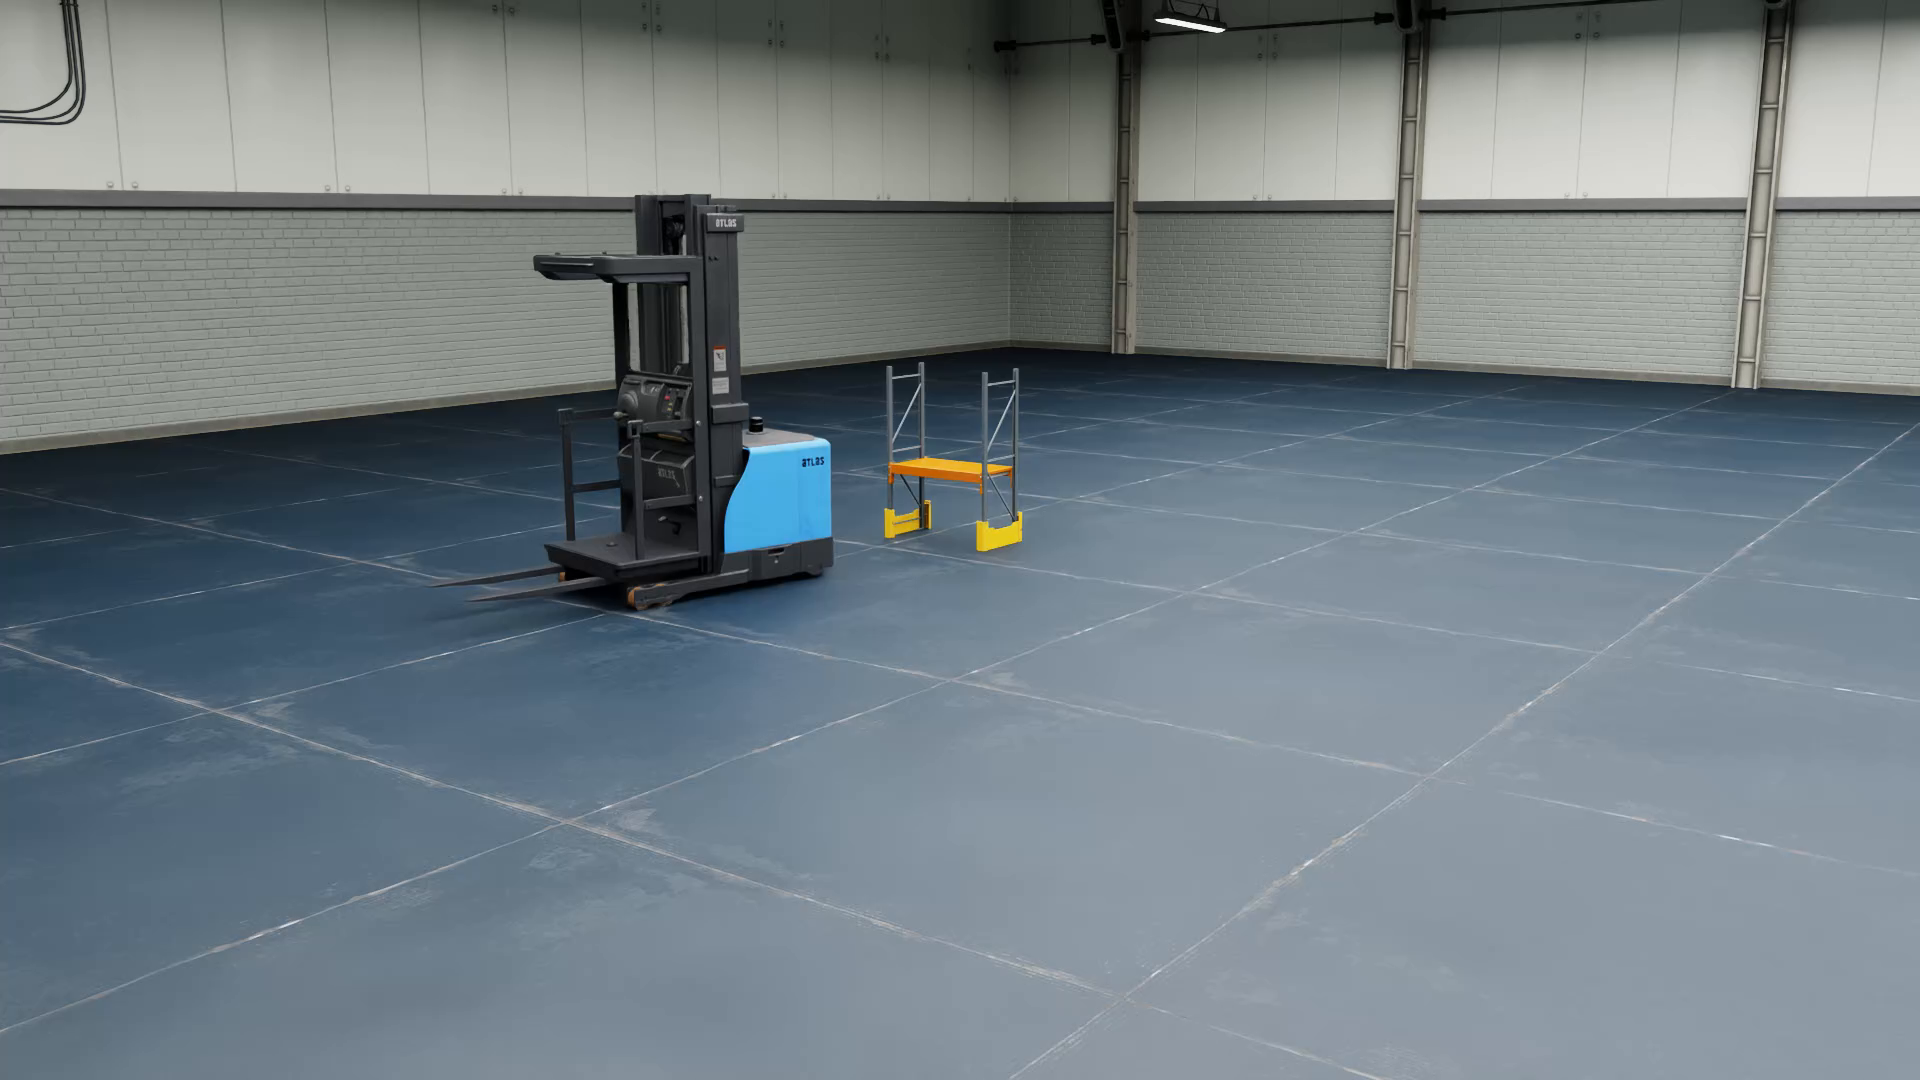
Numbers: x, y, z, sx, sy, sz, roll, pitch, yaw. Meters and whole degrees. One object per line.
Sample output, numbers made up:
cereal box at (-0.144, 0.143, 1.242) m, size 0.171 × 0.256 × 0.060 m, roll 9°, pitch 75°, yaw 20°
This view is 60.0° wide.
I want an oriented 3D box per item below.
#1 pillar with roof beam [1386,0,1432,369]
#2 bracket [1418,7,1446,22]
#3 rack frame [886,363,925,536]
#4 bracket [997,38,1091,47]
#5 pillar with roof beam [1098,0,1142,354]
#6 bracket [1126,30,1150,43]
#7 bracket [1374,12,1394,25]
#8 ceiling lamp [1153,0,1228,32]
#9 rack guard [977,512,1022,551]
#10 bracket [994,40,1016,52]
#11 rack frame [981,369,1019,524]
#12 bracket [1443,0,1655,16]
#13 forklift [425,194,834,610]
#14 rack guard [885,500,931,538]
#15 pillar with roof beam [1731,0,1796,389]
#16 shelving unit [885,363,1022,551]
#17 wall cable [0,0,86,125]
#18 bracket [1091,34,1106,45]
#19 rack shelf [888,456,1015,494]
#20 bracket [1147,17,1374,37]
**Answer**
pillar with roof beam at (5.688, -6.975, 26.892) m, size 0.548 × 9.000 × 9.100 m, roll 8°, pitch 13°, yaw 36°
bracket at (8.361, -9.300, 29.435) m, size 0.430 × 0.232 × 0.235 m, roll 8°, pitch 13°, yaw 36°
rack frame at (-0.478, -0.803, 14.732) m, size 0.032 × 1.500 × 0.500 m, roll 8°, pitch 13°, yaw 36°
bracket at (1.421, -10.268, 34.438) m, size 3.189 × 0.066 × 0.076 m, roll 8°, pitch 13°, yaw 36°
pillar with roof beam at (0.852, -7.650, 30.379) m, size 0.548 × 9.000 × 9.100 m, roll 8°, pitch 13°, yaw 36°
bracket at (3.525, -9.975, 32.921) m, size 0.430 × 0.232 × 0.235 m, roll 8°, pitch 13°, yaw 36°
bracket at (7.692, -9.394, 29.917) m, size 0.430 × 0.232 × 0.235 m, roll 8°, pitch 13°, yaw 36°
ceiling lamp at (3.579, -9.981, 27.060) m, size 0.800 × 3.185 × 2.000 m, roll 8°, pitch 13°, yaw 36°
rack guard at (0.340, -0.075, 14.261) m, size 0.087 × 0.250 × 0.587 m, roll 8°, pitch 13°, yaw 36°
bracket at (0.945, -10.335, 34.781) m, size 0.430 × 0.232 × 0.235 m, roll 8°, pitch 13°, yaw 36°
rack frame at (0.341, -0.689, 14.141) m, size 0.032 × 1.500 × 0.500 m, roll 8°, pitch 13°, yaw 36°
bracket at (10.437, -9.011, 27.937) m, size 4.783 × 0.066 × 0.076 m, roll 8°, pitch 13°, yaw 36°
forklift at (-2.426, -1.048, 12.232) m, size 3.031 × 2.935 × 1.130 m, roll -10°, pitch 15°, yaw -41°
rack guard at (-0.463, -0.187, 14.840) m, size 0.087 × 0.250 × 0.587 m, roll 8°, pitch 13°, yaw 36°
pillar with roof beam at (10.524, -6.300, 23.405) m, size 0.548 × 9.000 × 9.100 m, roll 8°, pitch 13°, yaw 36°
shelving unit at (-0.061, -0.745, 14.432) m, size 1.083 × 1.500 × 0.587 m, roll 8°, pitch 13°, yaw 36°
wall cable at (-11.205, -7.141, 18.797) m, size 0.169 × 6.003 × 2.305 m, roll 8°, pitch 13°, yaw 36°
bracket at (2.856, -10.068, 33.404) m, size 0.430 × 0.232 × 0.235 m, roll 8°, pitch 13°, yaw 36°
rack shelf at (-0.069, -0.569, 14.471) m, size 1.000 × 0.185 × 0.538 m, roll 8°, pitch 13°, yaw 36°
bracket at (5.601, -9.685, 31.424) m, size 4.783 × 0.066 × 0.076 m, roll 8°, pitch 13°, yaw 36°
